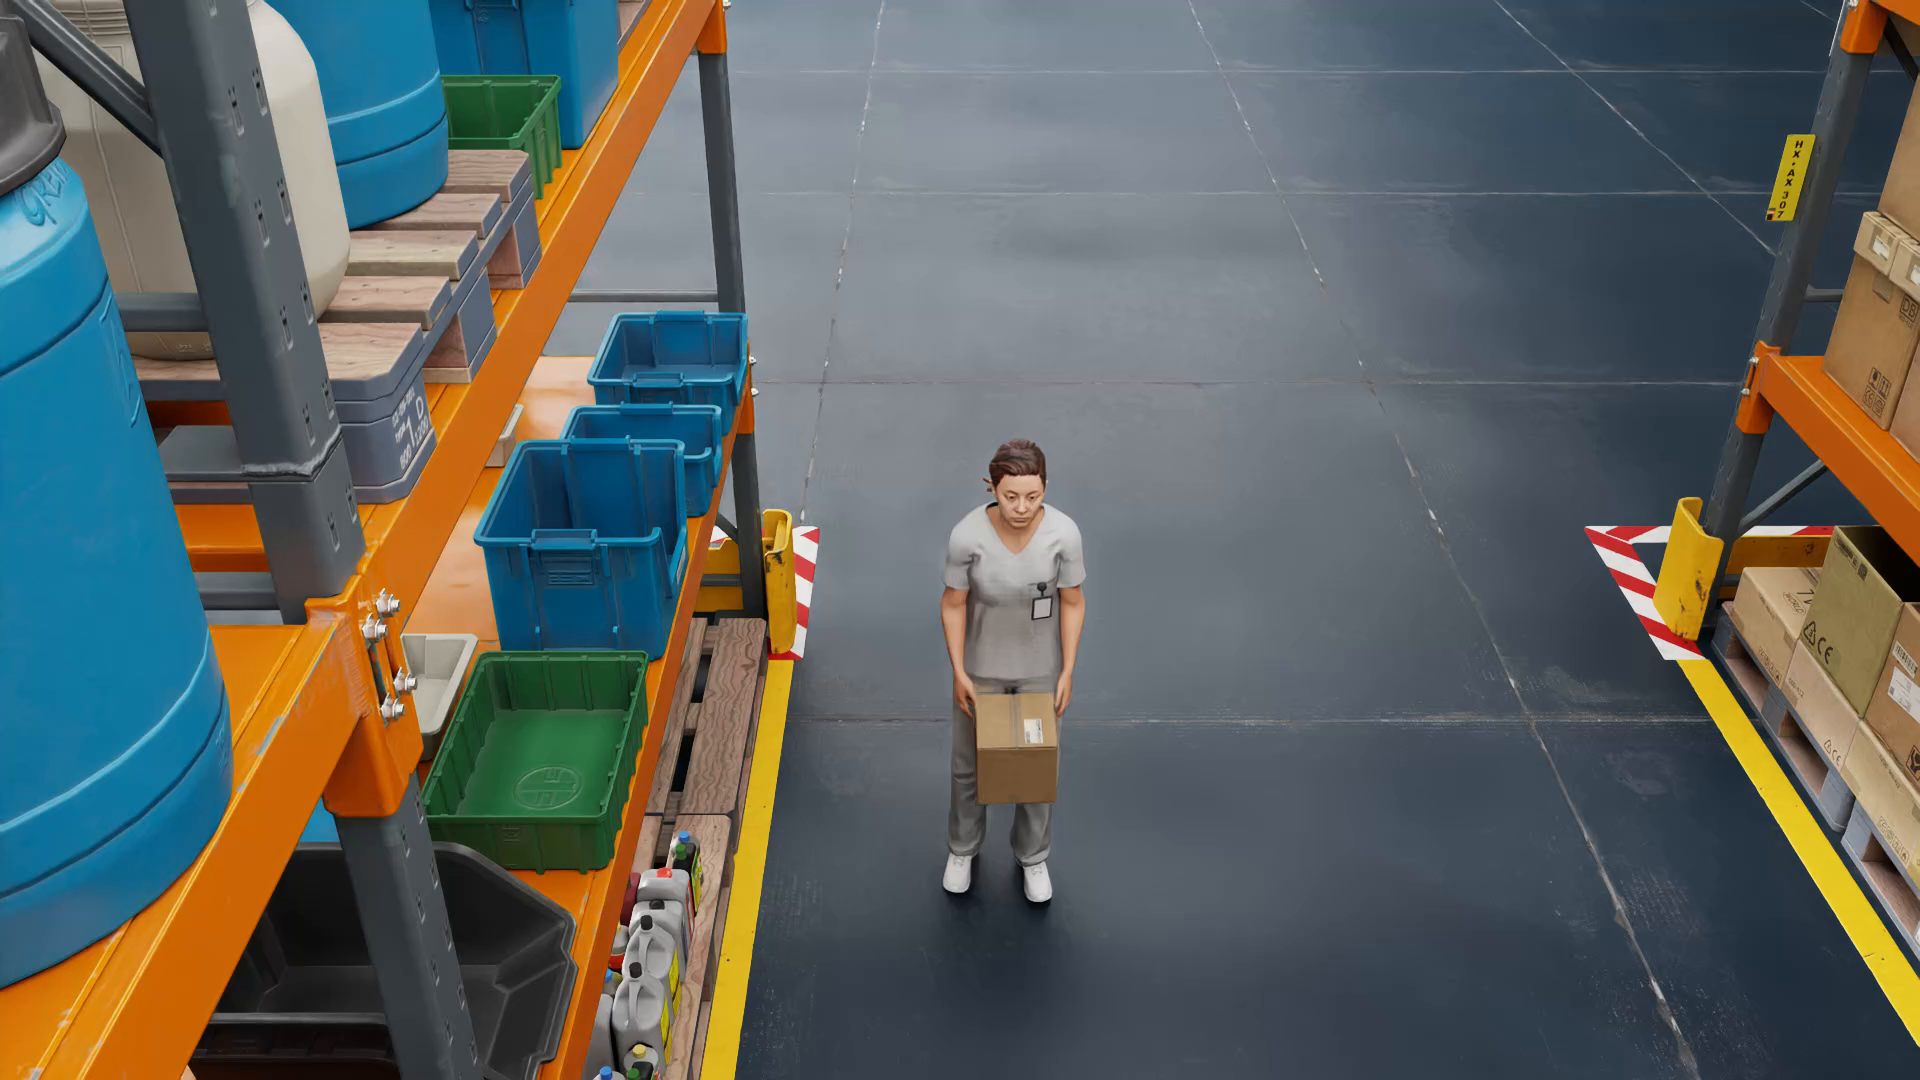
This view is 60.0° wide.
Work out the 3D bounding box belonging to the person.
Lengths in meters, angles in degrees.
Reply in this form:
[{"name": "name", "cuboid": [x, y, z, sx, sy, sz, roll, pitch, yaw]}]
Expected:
[{"name": "person", "cuboid": [0.172, 0.438, 5.422, 0.467, 1.676, 0.420, -1, 32, -1]}]
